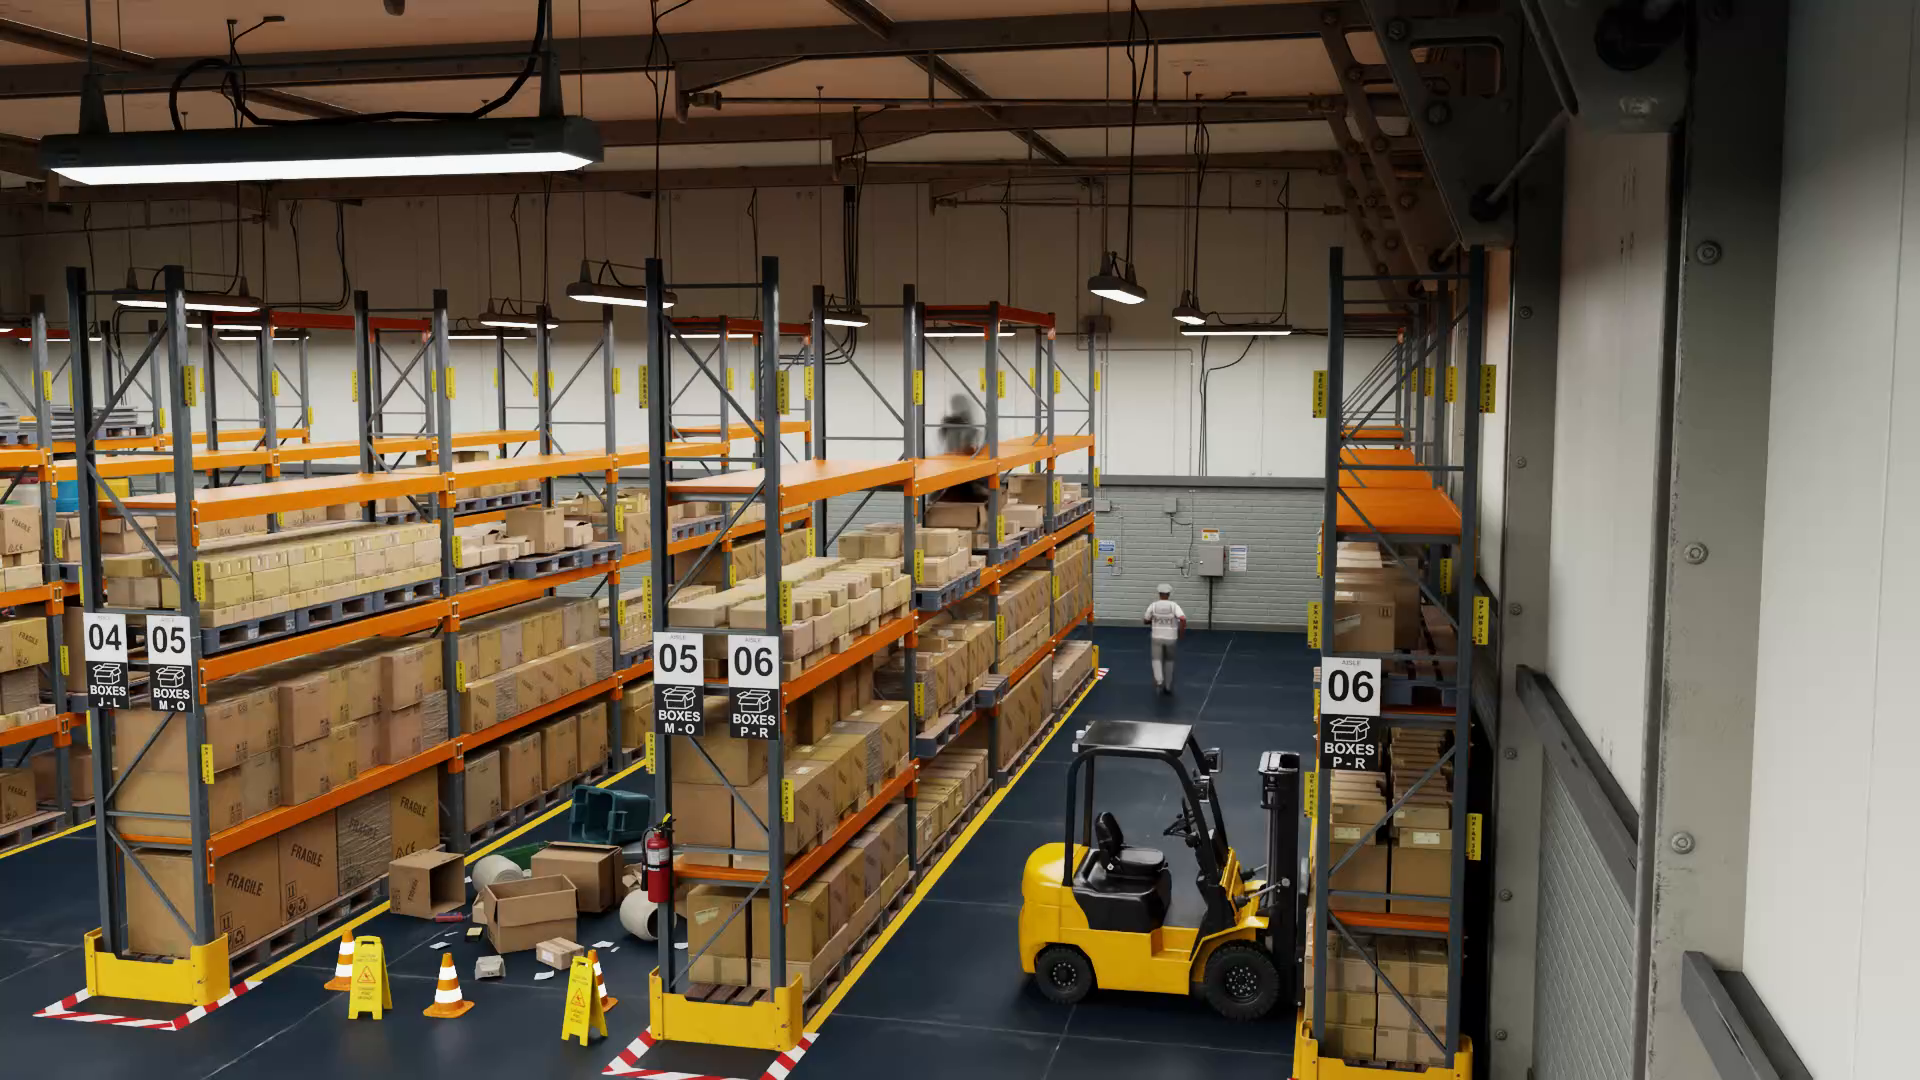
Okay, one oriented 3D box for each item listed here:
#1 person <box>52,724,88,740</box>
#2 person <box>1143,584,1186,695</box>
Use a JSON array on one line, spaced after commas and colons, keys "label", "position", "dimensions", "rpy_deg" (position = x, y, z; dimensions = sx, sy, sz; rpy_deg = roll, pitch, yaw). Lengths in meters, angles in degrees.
[{"label": "person", "position": [-11.554, 2.144, 21.696], "dimensions": [0.555, 1.756, 0.734], "rpy_deg": [1, 6, 8]}, {"label": "person", "position": [3.258, 1.579, 26.537], "dimensions": [0.676, 1.770, 0.984], "rpy_deg": [0, 6, 5]}]
